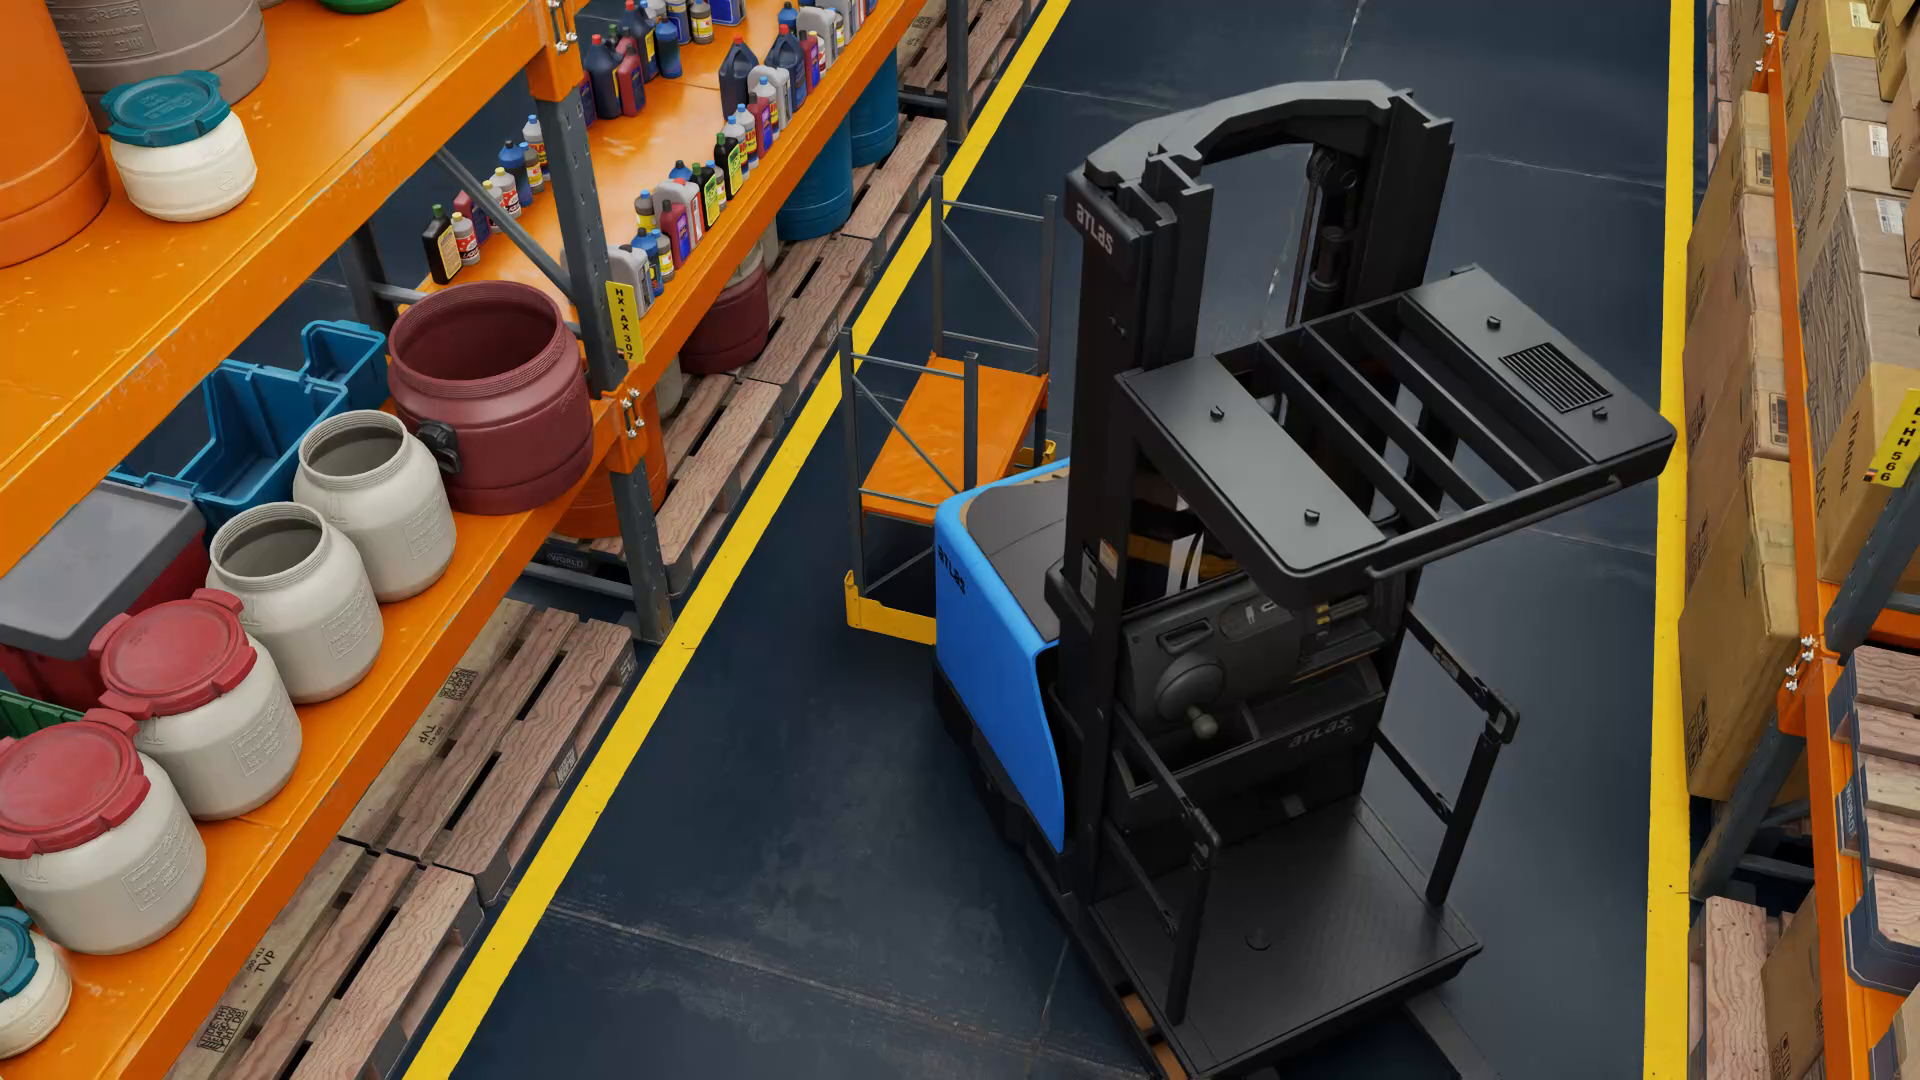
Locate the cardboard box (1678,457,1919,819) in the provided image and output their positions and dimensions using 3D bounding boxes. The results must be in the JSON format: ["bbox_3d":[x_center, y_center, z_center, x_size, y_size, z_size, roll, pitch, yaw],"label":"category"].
[{"bbox_3d":[3.289,0.414,5.800,1.225,0.875,0.875,11,45,11],"label":"cardboard box"}]

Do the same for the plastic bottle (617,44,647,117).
[{"bbox_3d":[-1.405,-1.962,7.093,0.061,0.283,0.133,13,46,13],"label":"plastic bottle"}]

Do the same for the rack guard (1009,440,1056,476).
[{"bbox_3d":[0.128,-0.370,7.349,0.587,0.250,0.087,13,46,13],"label":"rack guard"}]

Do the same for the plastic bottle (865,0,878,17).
[{"bbox_3d":[-0.471,-2.632,7.730,0.144,0.351,0.185,13,46,13],"label":"plastic bottle"}]

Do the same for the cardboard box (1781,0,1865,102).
[{"bbox_3d":[3.894,-2.188,7.169,0.500,0.500,0.500,13,46,13],"label":"cardboard box"}]

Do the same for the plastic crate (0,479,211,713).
[{"bbox_3d":[-2.441,0.200,4.754,0.402,0.464,0.583,13,46,13],"label":"plastic crate"}]

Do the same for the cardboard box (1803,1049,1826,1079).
[{"bbox_3d":[2.720,1.819,4.618,0.700,0.500,0.500,9,45,9],"label":"cardboard box"}]

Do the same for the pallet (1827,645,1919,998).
[{"bbox_3d":[2.946,0.826,4.297,1.213,0.211,1.003,13,46,13],"label":"pallet"}]

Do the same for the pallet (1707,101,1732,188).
[{"bbox_3d":[4.576,-1.900,8.940,1.003,0.211,1.213,13,46,13],"label":"pallet"}]

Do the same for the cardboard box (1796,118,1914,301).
[{"bbox_3d":[3.439,-1.174,6.133,0.500,0.500,0.500,13,46,13],"label":"cardboard box"}]

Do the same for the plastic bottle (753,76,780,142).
[{"bbox_3d":[-0.810,-1.804,6.940,0.097,0.271,0.097,0,44,0],"label":"plastic bottle"}]

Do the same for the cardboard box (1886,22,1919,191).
[{"bbox_3d":[3.694,-1.500,5.749,0.797,0.503,0.637,14,46,14],"label":"cardboard box"}]

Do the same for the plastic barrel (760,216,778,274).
[{"bbox_3d":[-1.101,-1.528,8.044,0.421,0.512,0.421,0,44,0],"label":"plastic barrel"}]

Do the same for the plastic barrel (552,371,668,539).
[{"bbox_3d":[-1.528,-0.493,6.760,0.600,0.830,0.708,13,46,13],"label":"plastic barrel"}]

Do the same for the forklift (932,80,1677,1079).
[{"bbox_3d":[0.989,0.367,4.678,1.130,2.935,3.031,-19,47,-18],"label":"forklift"}]

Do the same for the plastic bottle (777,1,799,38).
[{"bbox_3d":[-0.759,-2.268,7.414,0.097,0.271,0.097,0,44,0],"label":"plastic bottle"}]

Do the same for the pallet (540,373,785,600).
[{"bbox_3d":[-1.461,-0.327,7.332,1.003,0.211,1.213,13,46,13],"label":"pallet"}]

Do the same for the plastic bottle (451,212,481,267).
[{"bbox_3d":[-1.892,-1.151,6.323,0.097,0.201,0.097,0,44,0],"label":"plastic bottle"}]

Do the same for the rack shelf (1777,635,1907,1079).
[{"bbox_3d":[2.454,1.850,3.628,1.077,0.370,4.000,13,46,13],"label":"rack shelf"}]

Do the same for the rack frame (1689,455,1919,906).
[{"bbox_3d":[3.060,0.260,4.739,1.000,3.000,0.127,13,46,13],"label":"rack frame"}]

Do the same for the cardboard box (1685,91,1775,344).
[{"bbox_3d":[4.097,-1.366,7.619,1.225,0.875,0.875,13,46,13],"label":"cardboard box"}]

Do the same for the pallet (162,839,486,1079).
[{"bbox_3d":[-2.303,1.526,5.438,1.003,0.211,1.213,13,46,13],"label":"pallet"}]

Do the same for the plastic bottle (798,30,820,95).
[{"bbox_3d":[-0.661,-2.095,7.228,0.061,0.283,0.133,13,46,13],"label":"plastic bottle"}]

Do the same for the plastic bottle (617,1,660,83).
[{"bbox_3d":[-1.414,-2.203,7.290,0.144,0.351,0.185,13,46,13],"label":"plastic bottle"}]

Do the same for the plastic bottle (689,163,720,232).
[{"bbox_3d":[-0.997,-1.355,6.473,0.061,0.283,0.133,13,46,13],"label":"plastic bottle"}]

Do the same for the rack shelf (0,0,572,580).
[{"bbox_3d":[-2.266,-0.271,3.651,1.077,0.370,4.000,13,46,13],"label":"rack shelf"}]

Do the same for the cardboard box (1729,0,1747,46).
[{"bbox_3d":[5.090,-3.413,9.711,0.875,0.875,0.875,13,46,13],"label":"cardboard box"}]

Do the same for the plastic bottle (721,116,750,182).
[{"bbox_3d":[-0.910,-1.586,6.717,0.097,0.271,0.097,0,44,0],"label":"plastic bottle"}]

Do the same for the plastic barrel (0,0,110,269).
[{"bbox_3d":[-2.314,-1.077,3.653,0.600,0.830,0.708,13,46,13],"label":"plastic barrel"}]

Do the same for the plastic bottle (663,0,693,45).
[{"bbox_3d":[-1.303,-2.411,7.557,0.152,0.276,0.135,13,46,13],"label":"plastic bottle"}]

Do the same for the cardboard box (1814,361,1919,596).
[{"bbox_3d":[2.973,-0.157,5.093,0.500,0.500,0.500,14,46,14],"label":"cardboard box"}]

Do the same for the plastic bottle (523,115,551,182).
[{"bbox_3d":[-1.704,-1.589,6.721,0.097,0.271,0.097,0,44,0],"label":"plastic bottle"}]

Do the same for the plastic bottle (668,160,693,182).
[{"bbox_3d":[-1.078,-1.356,6.482,0.097,0.271,0.097,0,44,0],"label":"plastic bottle"}]

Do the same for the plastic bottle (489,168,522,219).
[{"bbox_3d":[-1.793,-1.370,6.546,0.097,0.201,0.097,0,44,0],"label":"plastic bottle"}]

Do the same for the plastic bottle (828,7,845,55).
[{"bbox_3d":[-0.573,-2.301,7.497,0.097,0.201,0.097,0,44,0],"label":"plastic bottle"}]

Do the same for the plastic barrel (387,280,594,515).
[{"bbox_3d":[-1.512,-0.464,5.381,0.600,0.536,0.708,13,46,13],"label":"plastic barrel"}]

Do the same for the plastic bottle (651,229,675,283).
[{"bbox_3d":[-1.130,-1.074,6.244,0.097,0.201,0.097,0,44,0],"label":"plastic bottle"}]

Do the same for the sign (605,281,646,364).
[{"bbox_3d":[-1.134,-0.736,5.639,0.100,0.325,0.005,13,46,13],"label":"sign"}]

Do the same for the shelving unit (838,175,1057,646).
[{"bbox_3d":[-0.023,-0.485,6.573,0.587,1.500,1.083,13,46,13],"label":"shelving unit"}]

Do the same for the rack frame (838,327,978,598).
[{"bbox_3d":[-0.180,-0.140,6.220,0.500,1.500,0.032,13,46,13],"label":"rack frame"}]

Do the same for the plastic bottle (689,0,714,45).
[{"bbox_3d":[-1.178,-2.371,7.569,0.097,0.201,0.097,0,44,0],"label":"plastic bottle"}]

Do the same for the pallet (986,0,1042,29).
[{"bbox_3d":[0.104,-3.773,10.854,1.003,0.211,1.213,13,46,13],"label":"pallet"}]

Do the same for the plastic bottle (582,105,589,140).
[{"bbox_3d":[-1.616,-1.759,6.944,0.097,0.201,0.097,0,44,0],"label":"plastic bottle"}]

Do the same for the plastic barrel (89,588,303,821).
[{"bbox_3d":[-2.020,0.460,4.437,0.433,0.535,0.433,0,44,0],"label":"plastic barrel"}]
